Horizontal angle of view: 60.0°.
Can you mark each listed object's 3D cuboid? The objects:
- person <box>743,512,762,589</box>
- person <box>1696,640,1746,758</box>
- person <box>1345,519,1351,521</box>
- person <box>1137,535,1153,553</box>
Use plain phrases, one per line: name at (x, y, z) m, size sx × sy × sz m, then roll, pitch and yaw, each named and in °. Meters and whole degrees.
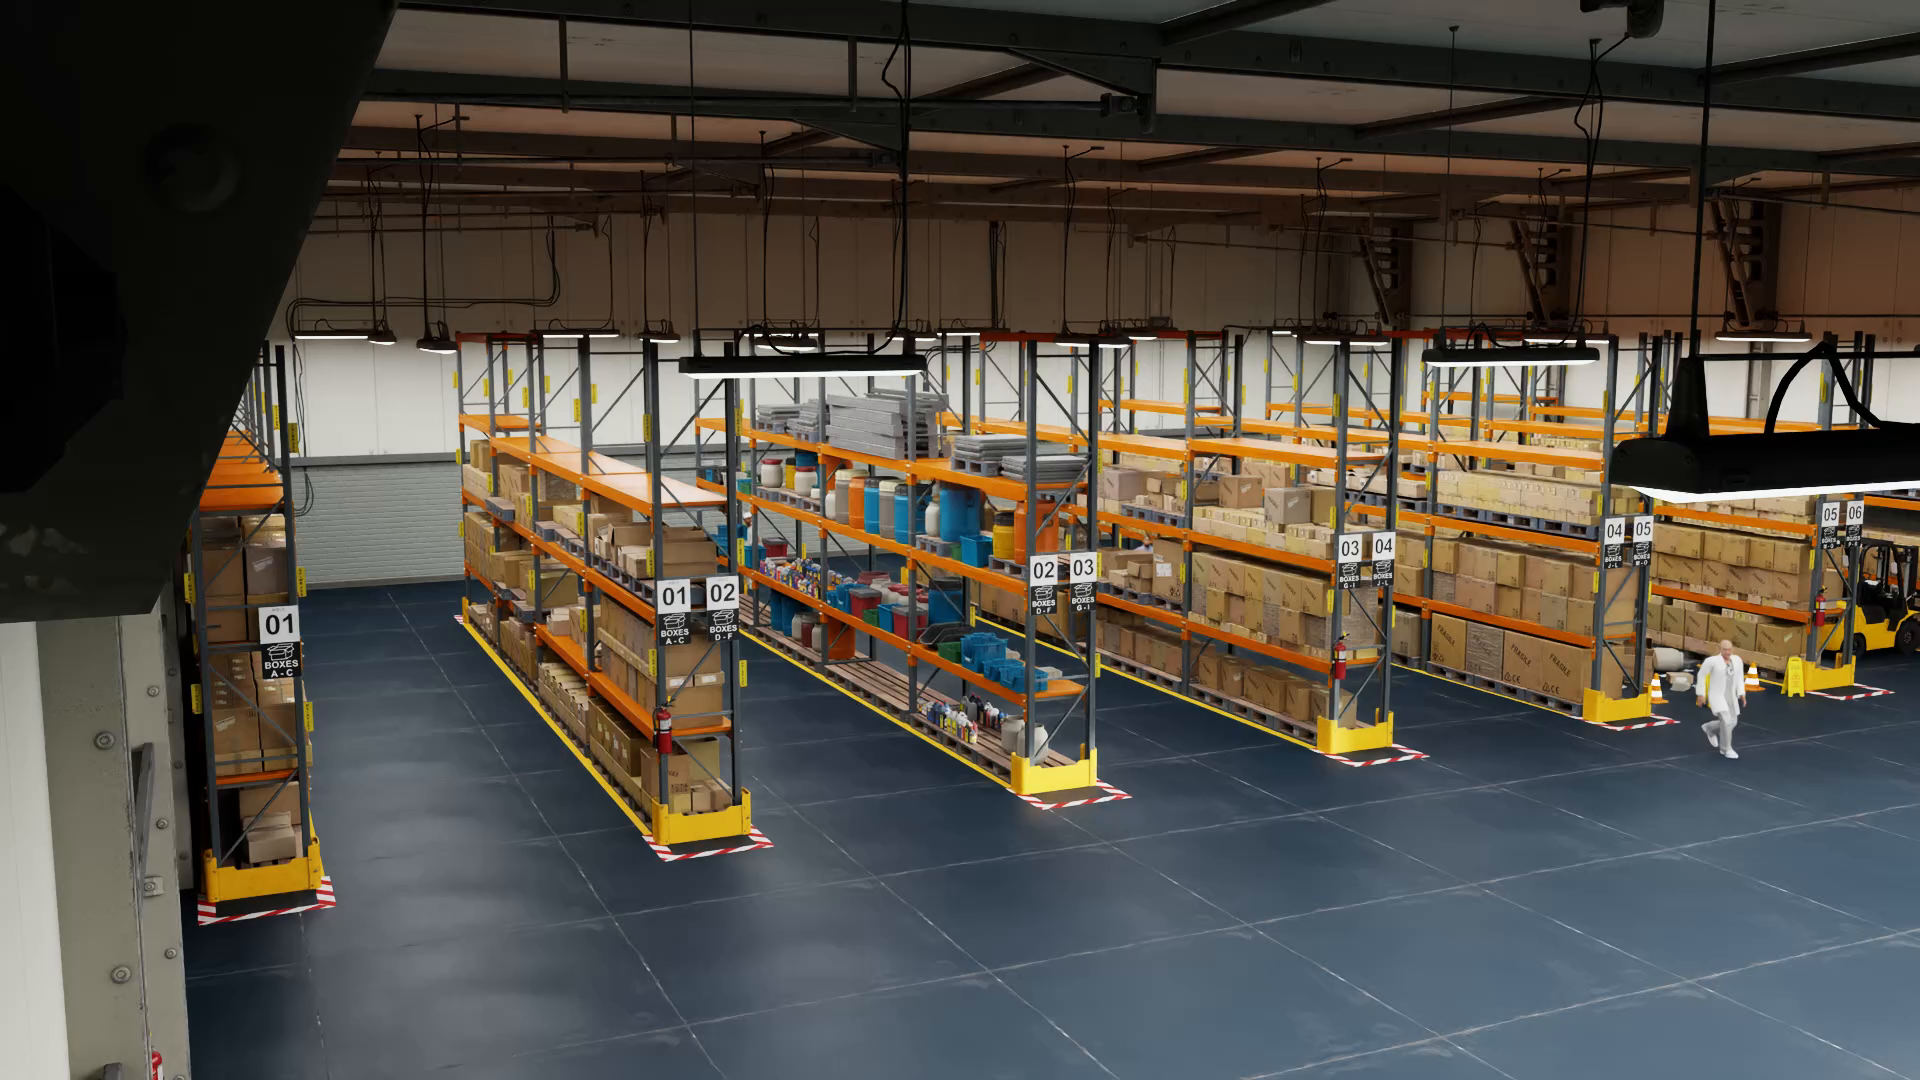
person at (-4.914, 0.213, 38.841) m, size 0.590 × 1.722 × 1.054 m, roll -5°, pitch 9°, yaw -33°
person at (11.014, 2.259, 24.113) m, size 0.620 × 1.695 × 0.848 m, roll -2°, pitch 8°, yaw -11°
person at (8.846, 0.379, 37.833) m, size 0.481 × 1.726 × 0.586 m, roll 3°, pitch 8°, yaw 24°
person at (4.064, 0.672, 36.054) m, size 0.480 × 1.588 × 1.022 m, roll -4°, pitch 9°, yaw -27°
